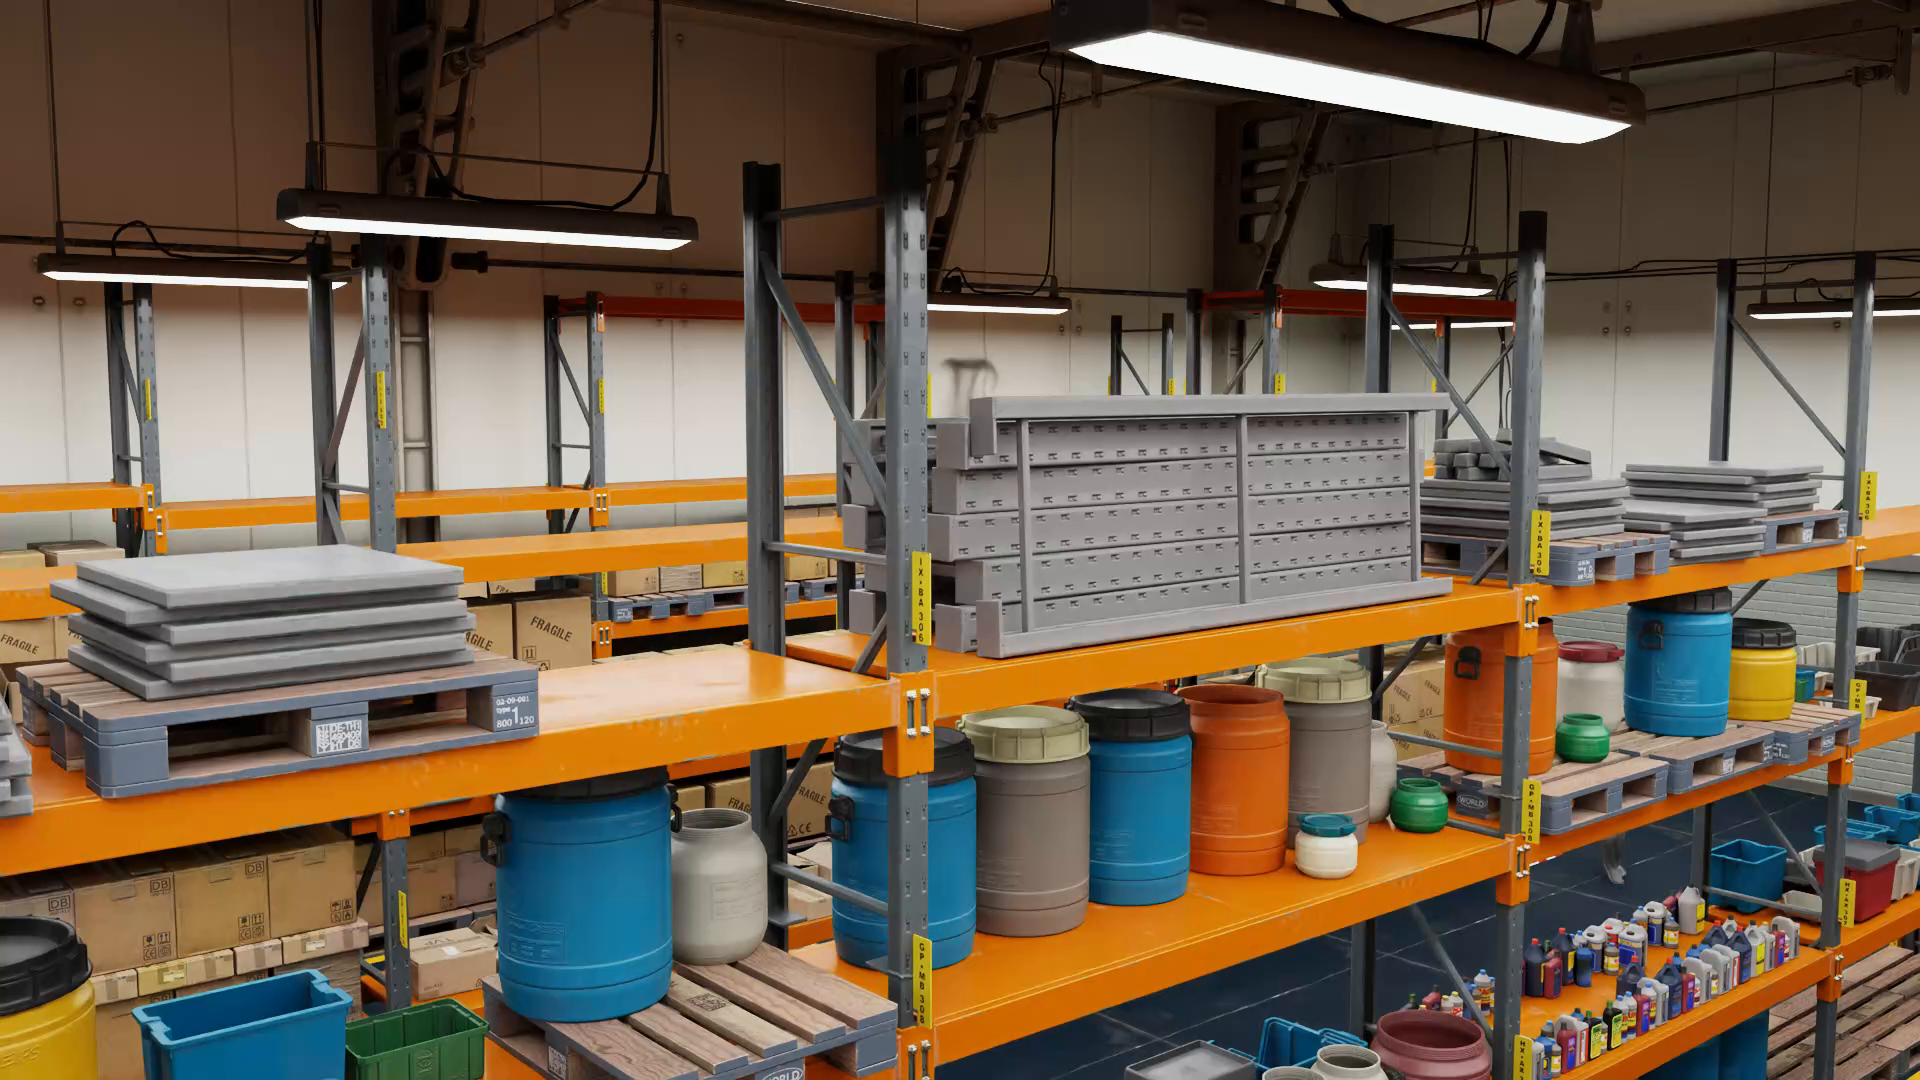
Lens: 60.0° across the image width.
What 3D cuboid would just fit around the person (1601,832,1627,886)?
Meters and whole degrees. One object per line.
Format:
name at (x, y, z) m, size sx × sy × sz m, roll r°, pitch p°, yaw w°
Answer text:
person at (6.645, 2.689, 17.146) m, size 0.632 × 1.689 × 0.610 m, roll 0°, pitch 6°, yaw 1°
